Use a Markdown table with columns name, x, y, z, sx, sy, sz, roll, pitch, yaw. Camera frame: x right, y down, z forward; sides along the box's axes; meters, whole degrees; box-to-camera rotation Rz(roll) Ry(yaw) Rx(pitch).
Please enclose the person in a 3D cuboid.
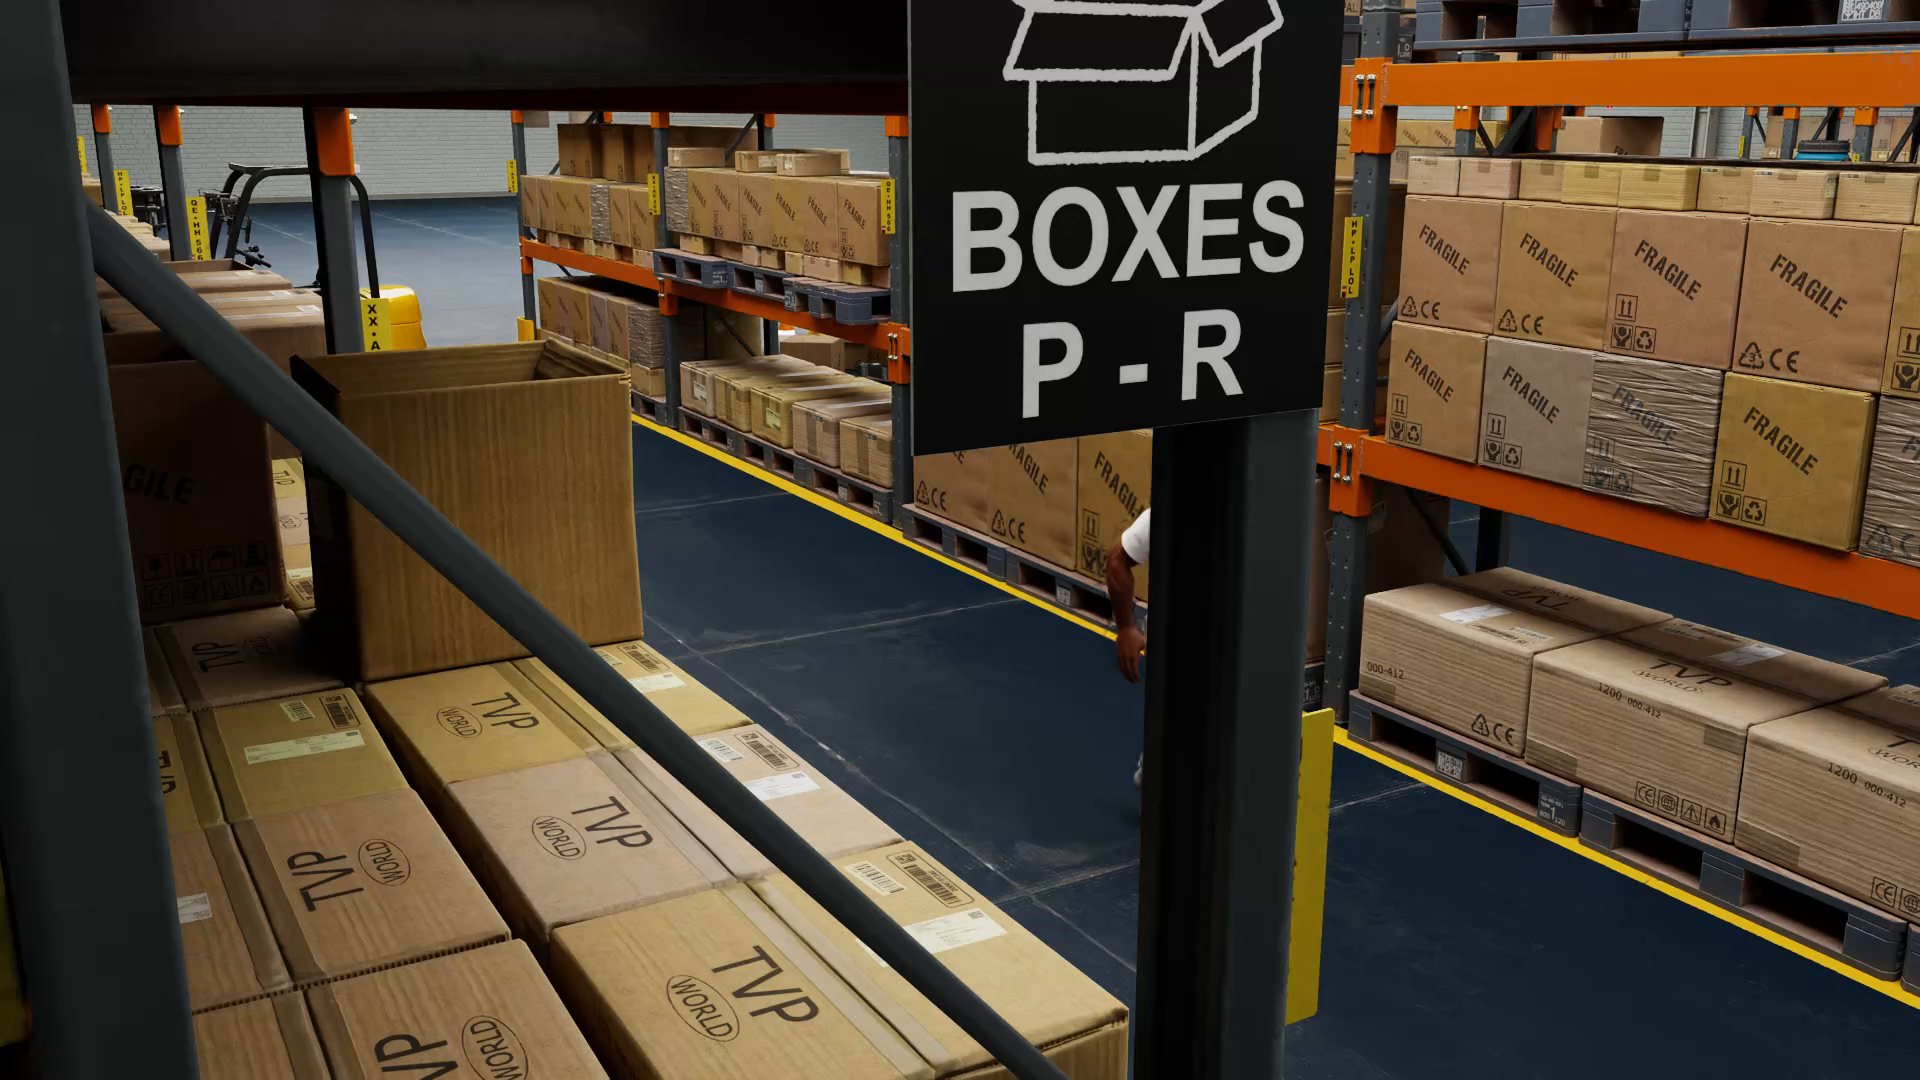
| name | x | y | z | sx | sy | sz | roll | pitch | yaw |
| --- | --- | --- | --- | --- | --- | --- | --- | --- | --- |
| person | 0.812 | 0.373 | 5.697 | 0.685 | 1.696 | 0.849 | -9 | 17 | -31 |
